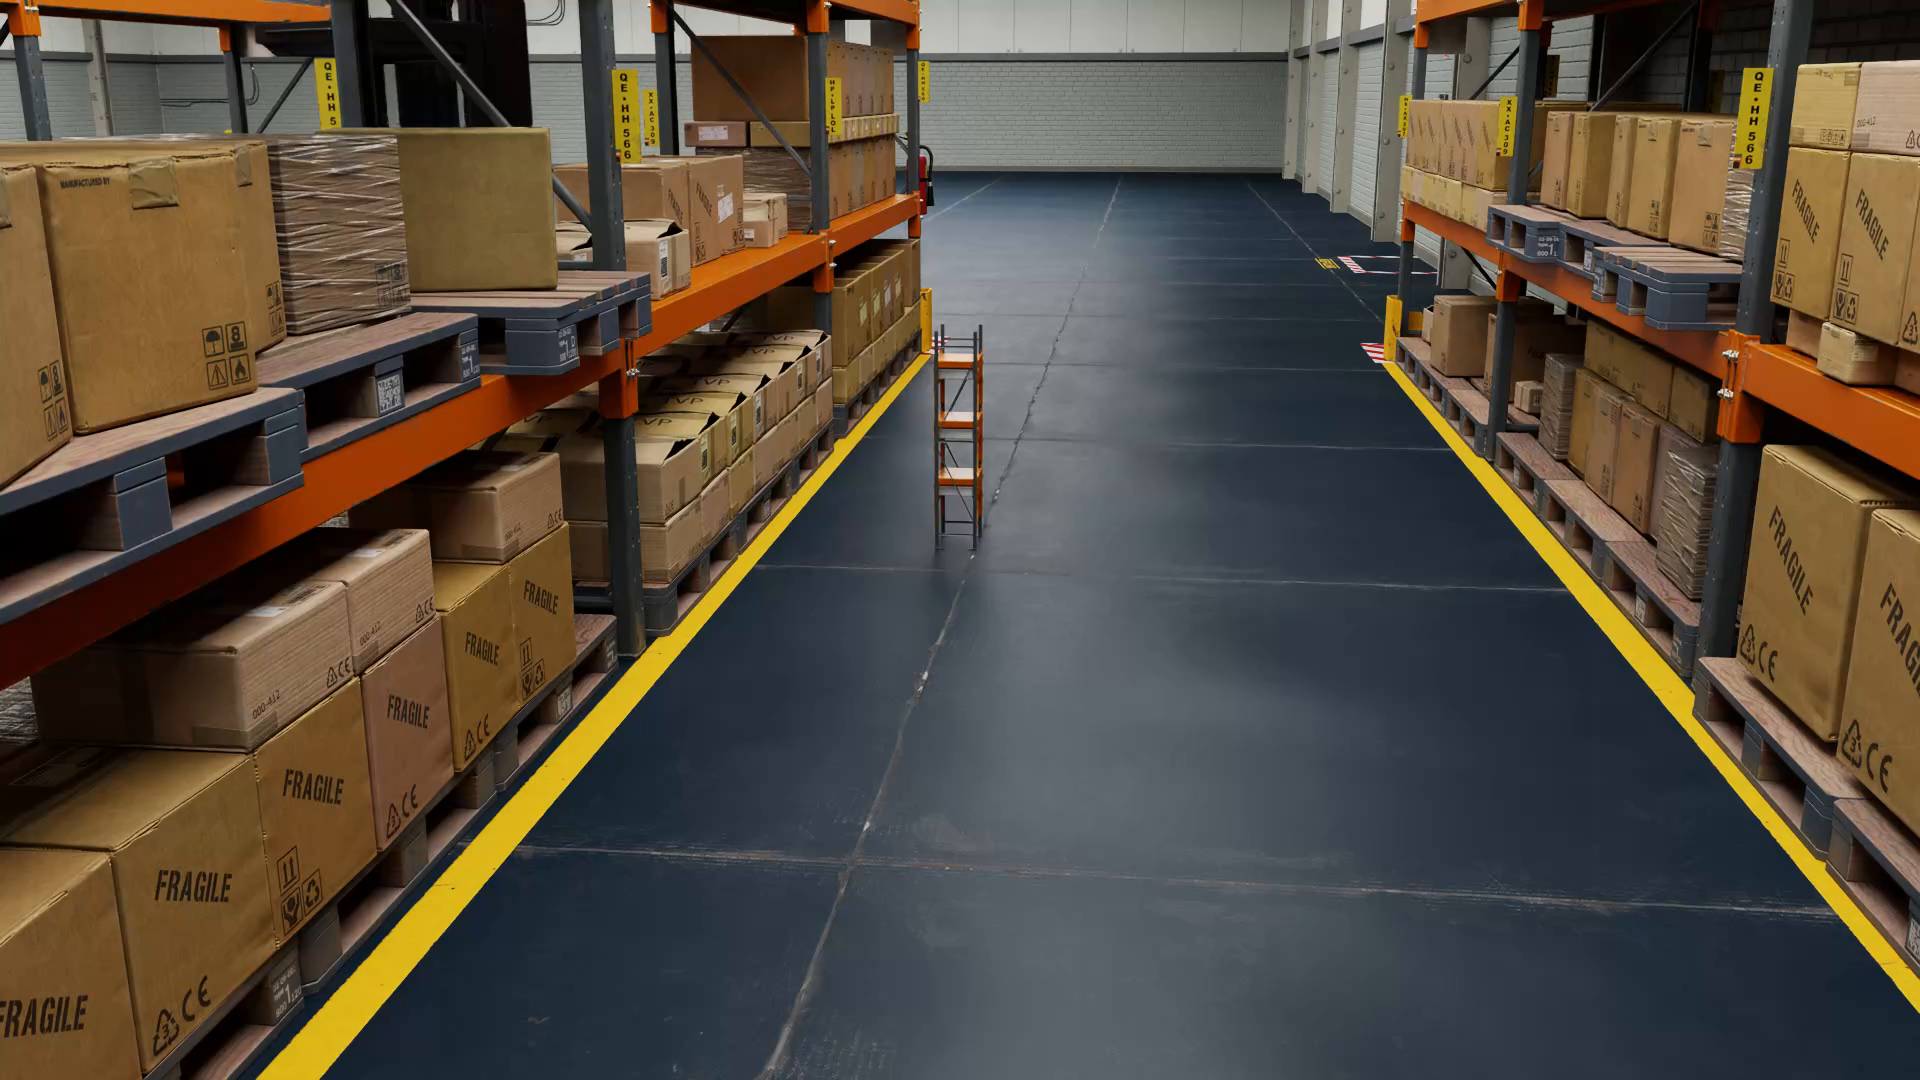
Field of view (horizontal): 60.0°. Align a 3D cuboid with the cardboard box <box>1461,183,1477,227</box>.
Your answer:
[{"bbox_3d":[3.451,-2.103,10.443,0.500,0.250,0.500,2,15,7],"label":"cardboard box"}]

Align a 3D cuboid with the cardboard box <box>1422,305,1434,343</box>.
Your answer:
[{"bbox_3d":[3.918,-1.680,12.938,0.500,0.311,0.500,0,15,0],"label":"cardboard box"}]

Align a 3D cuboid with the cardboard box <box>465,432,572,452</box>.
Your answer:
[{"bbox_3d":[-1.925,-0.302,6.921,0.500,0.311,0.500,2,15,8],"label":"cardboard box"}]

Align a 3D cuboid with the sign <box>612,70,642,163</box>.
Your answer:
[{"bbox_3d":[-1.199,-1.520,5.970,0.100,0.325,0.005,2,15,6],"label":"sign"}]

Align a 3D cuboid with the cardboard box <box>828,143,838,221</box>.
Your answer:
[{"bbox_3d":[-1.191,-2.351,10.917,0.700,0.500,0.500,2,15,6],"label":"cardboard box"}]

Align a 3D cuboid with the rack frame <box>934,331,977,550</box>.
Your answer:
[{"bbox_3d":[-0.020,-0.461,7.857,0.200,1.050,0.008,2,15,6],"label":"rack frame"}]

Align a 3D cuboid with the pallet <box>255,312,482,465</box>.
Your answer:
[{"bbox_3d":[-1.955,-0.416,4.320,1.003,0.211,1.213,2,15,6],"label":"pallet"}]

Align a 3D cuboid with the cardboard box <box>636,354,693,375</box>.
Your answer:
[{"bbox_3d":[-1.701,-0.833,8.883,0.500,0.311,0.500,1,15,4],"label":"cardboard box"}]

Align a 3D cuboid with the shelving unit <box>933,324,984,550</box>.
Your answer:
[{"bbox_3d":[-0.006,-0.493,7.974,0.215,1.050,0.252,2,15,6],"label":"shelving unit"}]

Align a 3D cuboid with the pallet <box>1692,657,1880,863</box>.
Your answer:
[{"bbox_3d":[3.019,0.681,5.241,1.003,0.211,1.213,2,15,6],"label":"pallet"}]

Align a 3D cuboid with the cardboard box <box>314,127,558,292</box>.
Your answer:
[{"bbox_3d":[-1.699,-1.097,5.477,0.700,0.500,0.500,-3,16,-13],"label":"cardboard box"}]

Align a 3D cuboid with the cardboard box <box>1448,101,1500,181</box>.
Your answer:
[{"bbox_3d":[3.498,-2.596,10.829,0.500,0.500,0.500,1,15,5],"label":"cardboard box"}]

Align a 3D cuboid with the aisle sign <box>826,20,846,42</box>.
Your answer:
[{"bbox_3d":[-1.134,-4.369,13.591,0.394,0.787,0.004,2,15,6],"label":"aisle sign"}]

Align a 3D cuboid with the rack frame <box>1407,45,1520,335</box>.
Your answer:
[{"bbox_3d":[4.082,-2.943,13.299,0.949,2.616,0.053,2,15,6],"label":"rack frame"}]

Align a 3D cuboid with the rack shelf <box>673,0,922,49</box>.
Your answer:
[{"bbox_3d":[-1.063,-3.670,11.618,1.077,0.370,4.000,2,15,6],"label":"rack shelf"}]

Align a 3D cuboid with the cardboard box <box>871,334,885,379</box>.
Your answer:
[{"bbox_3d":[-0.812,-1.296,11.672,0.500,0.250,0.500,2,15,6],"label":"cardboard box"}]

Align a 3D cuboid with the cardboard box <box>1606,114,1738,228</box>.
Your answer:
[{"bbox_3d":[3.429,-1.718,7.736,0.700,0.500,0.500,4,16,14],"label":"cardboard box"}]

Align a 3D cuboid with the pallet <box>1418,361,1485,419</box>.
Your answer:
[{"bbox_3d":[3.810,-1.052,11.647,1.003,0.211,1.213,2,15,6],"label":"pallet"}]

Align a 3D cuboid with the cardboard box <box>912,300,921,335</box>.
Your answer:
[{"bbox_3d":[-0.604,-1.815,13.592,0.500,0.250,0.500,2,15,6],"label":"cardboard box"}]

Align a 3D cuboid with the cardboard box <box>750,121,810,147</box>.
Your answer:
[{"bbox_3d":[-1.066,-2.476,10.137,0.380,0.149,0.250,2,15,6],"label":"cardboard box"}]

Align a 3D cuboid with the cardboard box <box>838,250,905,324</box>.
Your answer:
[{"bbox_3d":[-0.700,-1.917,12.533,0.500,0.500,0.500,2,15,6],"label":"cardboard box"}]

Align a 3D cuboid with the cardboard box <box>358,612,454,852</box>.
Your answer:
[{"bbox_3d":[-1.724,0.502,4.507,0.500,0.500,0.500,1,15,4],"label":"cardboard box"}]

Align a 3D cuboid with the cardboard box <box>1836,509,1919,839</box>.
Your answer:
[{"bbox_3d":[2.864,0.381,4.320,0.750,0.750,0.750,2,15,6],"label":"cardboard box"}]

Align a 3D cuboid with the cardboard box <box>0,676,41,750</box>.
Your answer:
[{"bbox_3d":[-2.299,0.625,4.052,0.500,0.500,0.500,2,15,7],"label":"cardboard box"}]

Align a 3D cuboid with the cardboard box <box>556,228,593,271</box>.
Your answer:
[{"bbox_3d":[-1.655,-1.063,6.517,0.500,0.311,0.500,3,15,10],"label":"cardboard box"}]

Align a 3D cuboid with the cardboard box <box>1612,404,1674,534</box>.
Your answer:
[{"bbox_3d":[3.414,-0.322,7.551,0.700,0.500,0.500,2,15,6],"label":"cardboard box"}]

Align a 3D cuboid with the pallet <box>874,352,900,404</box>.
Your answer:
[{"bbox_3d":[-1.022,-1.227,12.293,1.003,0.211,1.213,2,15,6],"label":"pallet"}]

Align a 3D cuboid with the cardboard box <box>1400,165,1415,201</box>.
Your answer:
[{"bbox_3d":[3.715,-2.763,12.882,0.500,0.250,0.500,1,15,5],"label":"cardboard box"}]

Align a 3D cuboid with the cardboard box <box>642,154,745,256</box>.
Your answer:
[{"bbox_3d":[-1.451,-1.763,8.744,0.500,0.500,0.500,3,15,10],"label":"cardboard box"}]

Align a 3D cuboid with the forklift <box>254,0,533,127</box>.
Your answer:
[{"bbox_3d":[-3.265,-1.904,9.587,1.130,2.935,3.031,12,19,38],"label":"forklift"}]

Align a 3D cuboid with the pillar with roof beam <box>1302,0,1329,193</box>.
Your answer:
[{"bbox_3d":[3.297,-11.983,35.238,9.100,9.000,0.400,2,15,6],"label":"pillar with roof beam"}]

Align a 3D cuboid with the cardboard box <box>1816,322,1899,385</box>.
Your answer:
[{"bbox_3d":[2.764,-0.546,4.878,0.380,0.149,0.250,2,15,8],"label":"cardboard box"}]

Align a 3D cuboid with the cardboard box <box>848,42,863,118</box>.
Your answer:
[{"bbox_3d":[-1.075,-3.231,11.686,0.700,0.500,0.500,2,15,6],"label":"cardboard box"}]

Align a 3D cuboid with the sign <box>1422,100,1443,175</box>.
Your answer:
[{"bbox_3d":[3.603,-2.865,11.824,0.516,0.500,0.516,2,15,6],"label":"sign"}]

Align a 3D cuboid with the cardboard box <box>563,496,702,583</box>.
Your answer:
[{"bbox_3d":[-1.389,-0.015,6.935,0.500,0.250,0.500,2,15,6],"label":"cardboard box"}]

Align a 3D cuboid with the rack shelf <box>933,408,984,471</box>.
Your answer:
[{"bbox_3d":[-0.006,-0.483,7.976,0.215,0.259,0.240,2,15,6],"label":"rack shelf"}]

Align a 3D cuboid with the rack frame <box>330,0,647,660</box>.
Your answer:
[{"bbox_3d":[-1.740,-1.013,6.161,1.000,3.000,0.127,2,15,6],"label":"rack frame"}]

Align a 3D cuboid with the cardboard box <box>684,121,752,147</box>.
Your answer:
[{"bbox_3d":[-1.471,-2.488,10.184,0.380,0.149,0.250,2,15,6],"label":"cardboard box"}]

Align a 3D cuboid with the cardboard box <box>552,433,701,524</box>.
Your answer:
[{"bbox_3d":[-1.389,-0.286,6.862,0.500,0.311,0.500,2,15,8],"label":"cardboard box"}]

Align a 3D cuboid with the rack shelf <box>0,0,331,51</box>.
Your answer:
[{"bbox_3d":[-5.984,-3.817,12.161,1.077,0.370,4.000,2,15,6],"label":"rack shelf"}]

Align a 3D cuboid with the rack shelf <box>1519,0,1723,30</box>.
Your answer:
[{"bbox_3d":[3.408,-2.487,7.246,1.077,0.370,4.000,2,15,6],"label":"rack shelf"}]

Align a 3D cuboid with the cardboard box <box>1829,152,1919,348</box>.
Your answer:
[{"bbox_3d":[2.805,-0.815,4.631,0.500,0.500,0.500,2,15,8],"label":"cardboard box"}]

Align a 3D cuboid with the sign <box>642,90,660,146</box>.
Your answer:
[{"bbox_3d":[-1.840,-2.522,9.933,0.100,0.325,0.005,2,15,6],"label":"sign"}]

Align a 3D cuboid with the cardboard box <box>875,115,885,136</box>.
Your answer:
[{"bbox_3d":[-0.778,-3.145,12.612,0.380,0.149,0.250,2,15,7],"label":"cardboard box"}]

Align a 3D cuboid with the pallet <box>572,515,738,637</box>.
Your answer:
[{"bbox_3d":[-1.608,0.121,7.310,1.003,0.211,1.213,2,15,6],"label":"pallet"}]

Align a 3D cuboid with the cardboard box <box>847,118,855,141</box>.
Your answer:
[{"bbox_3d":[-0.924,-2.810,11.373,0.380,0.149,0.250,1,15,5],"label":"cardboard box"}]

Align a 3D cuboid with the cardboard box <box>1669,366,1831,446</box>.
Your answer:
[{"bbox_3d":[3.339,-0.570,7.032,0.500,0.250,0.500,2,15,7],"label":"cardboard box"}]

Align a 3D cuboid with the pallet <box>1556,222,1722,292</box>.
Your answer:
[{"bbox_3d":[3.365,-1.290,7.553,1.003,0.211,1.213,2,15,6],"label":"pallet"}]
